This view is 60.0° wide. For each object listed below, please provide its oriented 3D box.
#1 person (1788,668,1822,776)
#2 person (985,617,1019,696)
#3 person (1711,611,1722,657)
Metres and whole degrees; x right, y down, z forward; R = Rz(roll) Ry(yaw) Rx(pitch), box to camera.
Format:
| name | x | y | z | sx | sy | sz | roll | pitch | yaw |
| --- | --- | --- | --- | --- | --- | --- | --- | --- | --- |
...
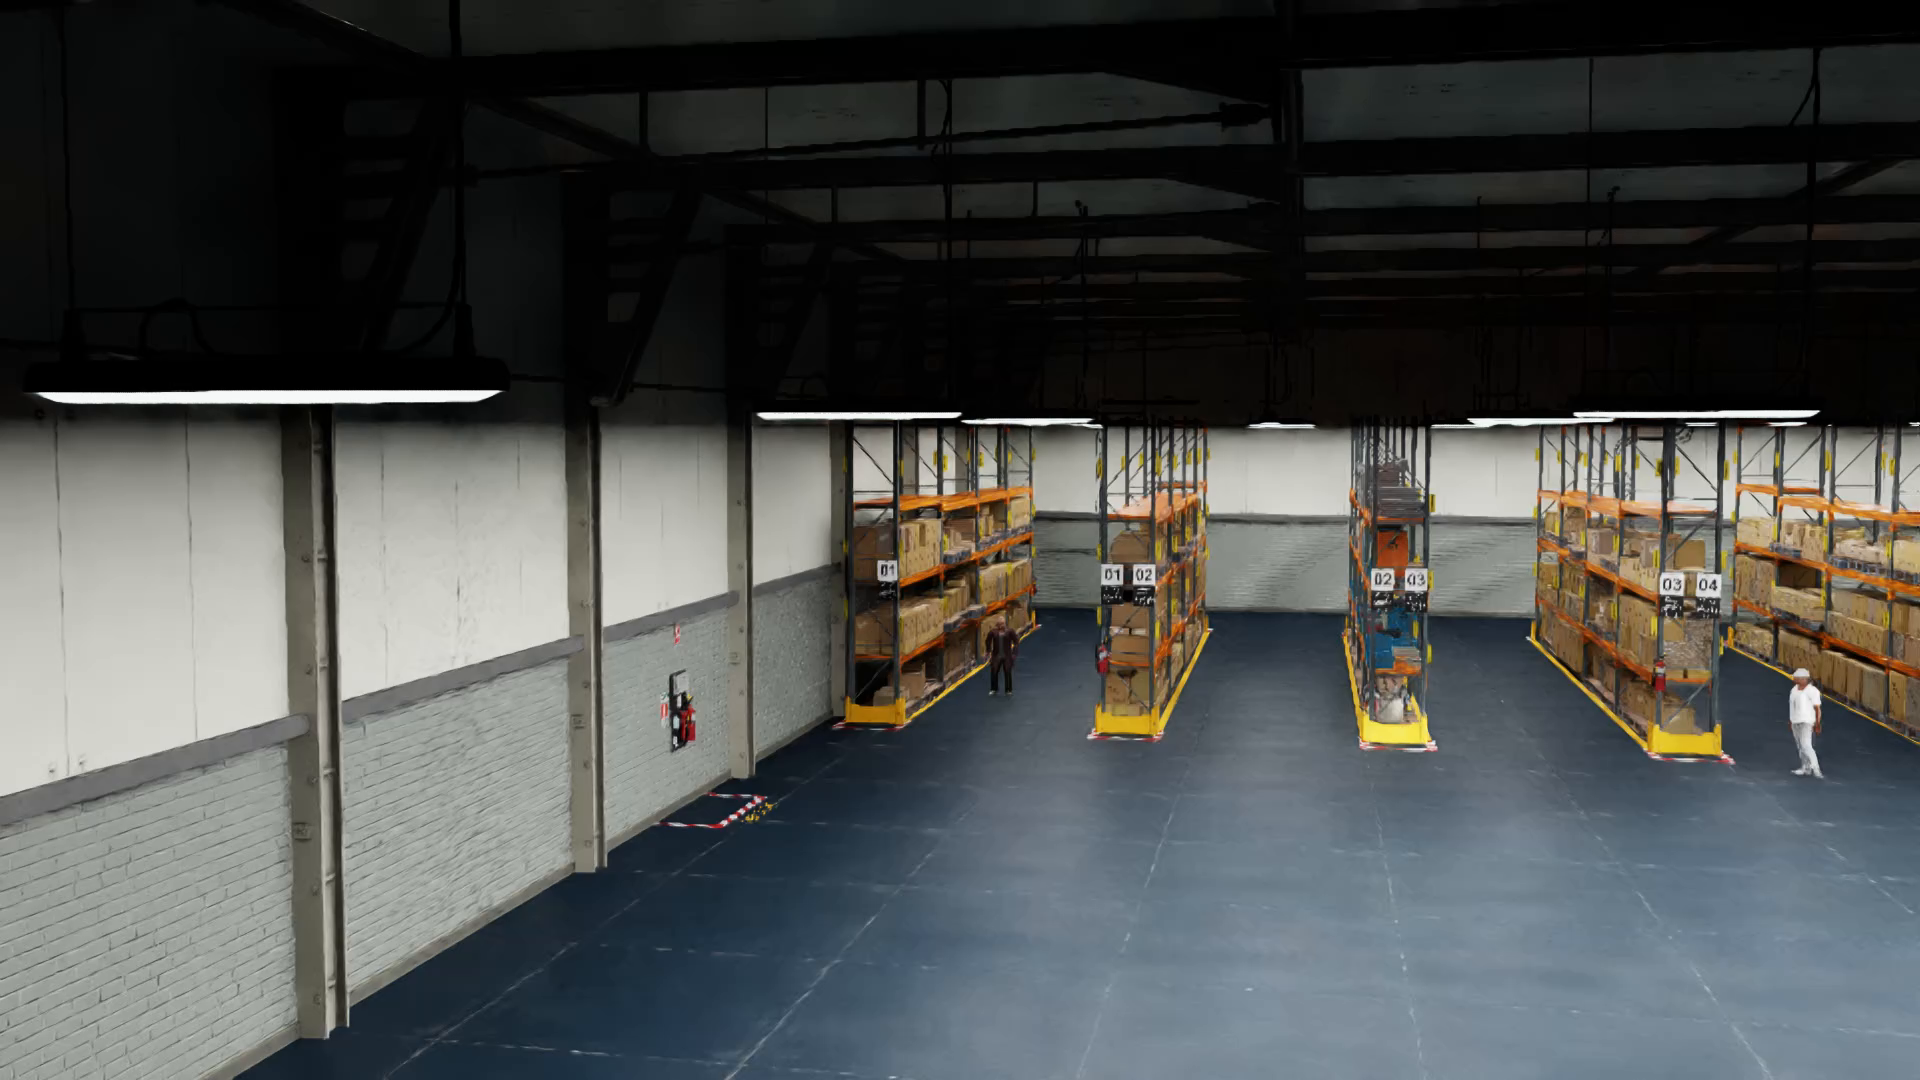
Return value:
| name | x | y | z | sx | sy | sz | roll | pitch | yaw |
| --- | --- | --- | --- | --- | --- | --- | --- | --- | --- |
| person | 13.967 | 3.001 | 27.487 | 0.398 | 1.760 | 0.652 | -1 | 4 | -16 |
| person | 0.900 | 2.488 | 35.647 | 0.729 | 1.733 | 0.546 | 1 | 4 | 11 |
| person | 18.793 | 2.137 | 41.745 | 0.592 | 1.629 | 0.526 | 1 | 4 | 10 |
